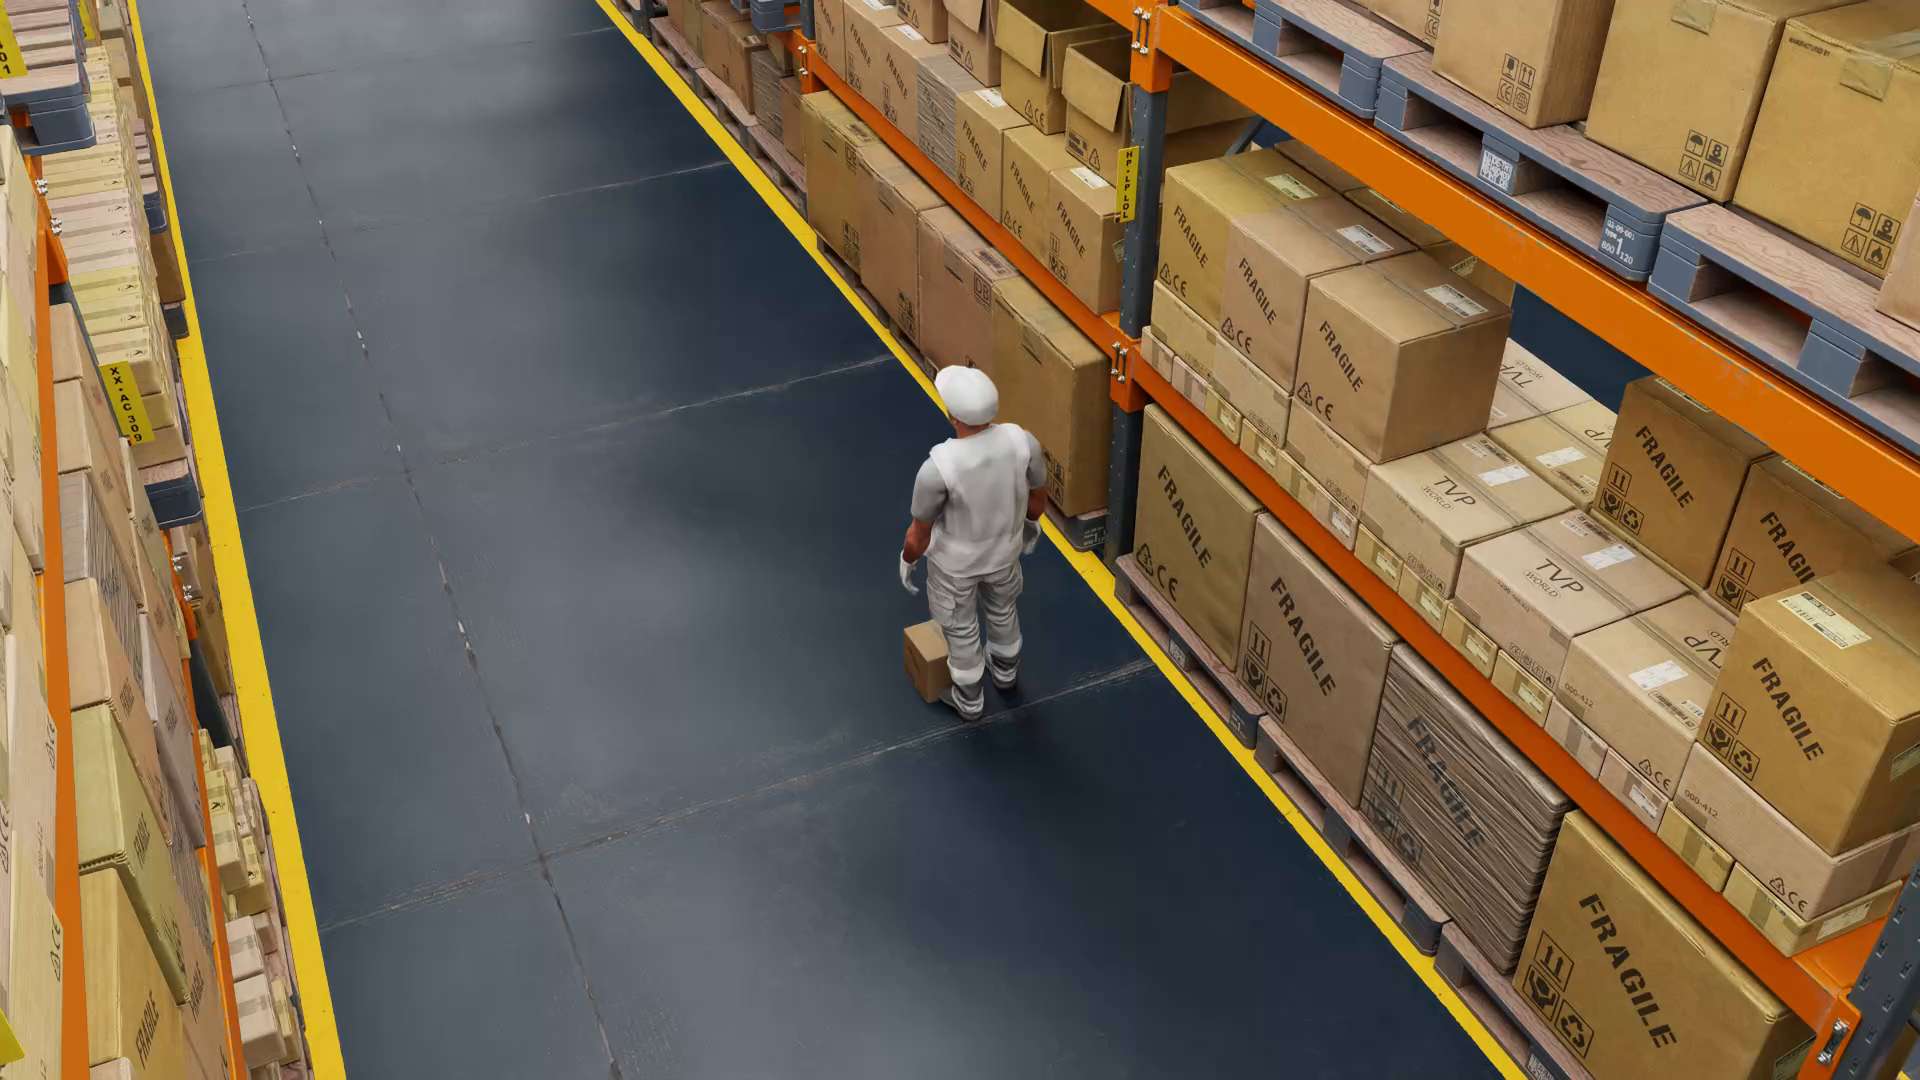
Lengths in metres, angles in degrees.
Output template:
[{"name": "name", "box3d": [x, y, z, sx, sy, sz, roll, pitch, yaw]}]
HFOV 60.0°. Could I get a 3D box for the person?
[{"name": "person", "box3d": [0.026, 0.002, 6.819, 0.637, 1.787, 0.564, -16, 40, -20]}]
